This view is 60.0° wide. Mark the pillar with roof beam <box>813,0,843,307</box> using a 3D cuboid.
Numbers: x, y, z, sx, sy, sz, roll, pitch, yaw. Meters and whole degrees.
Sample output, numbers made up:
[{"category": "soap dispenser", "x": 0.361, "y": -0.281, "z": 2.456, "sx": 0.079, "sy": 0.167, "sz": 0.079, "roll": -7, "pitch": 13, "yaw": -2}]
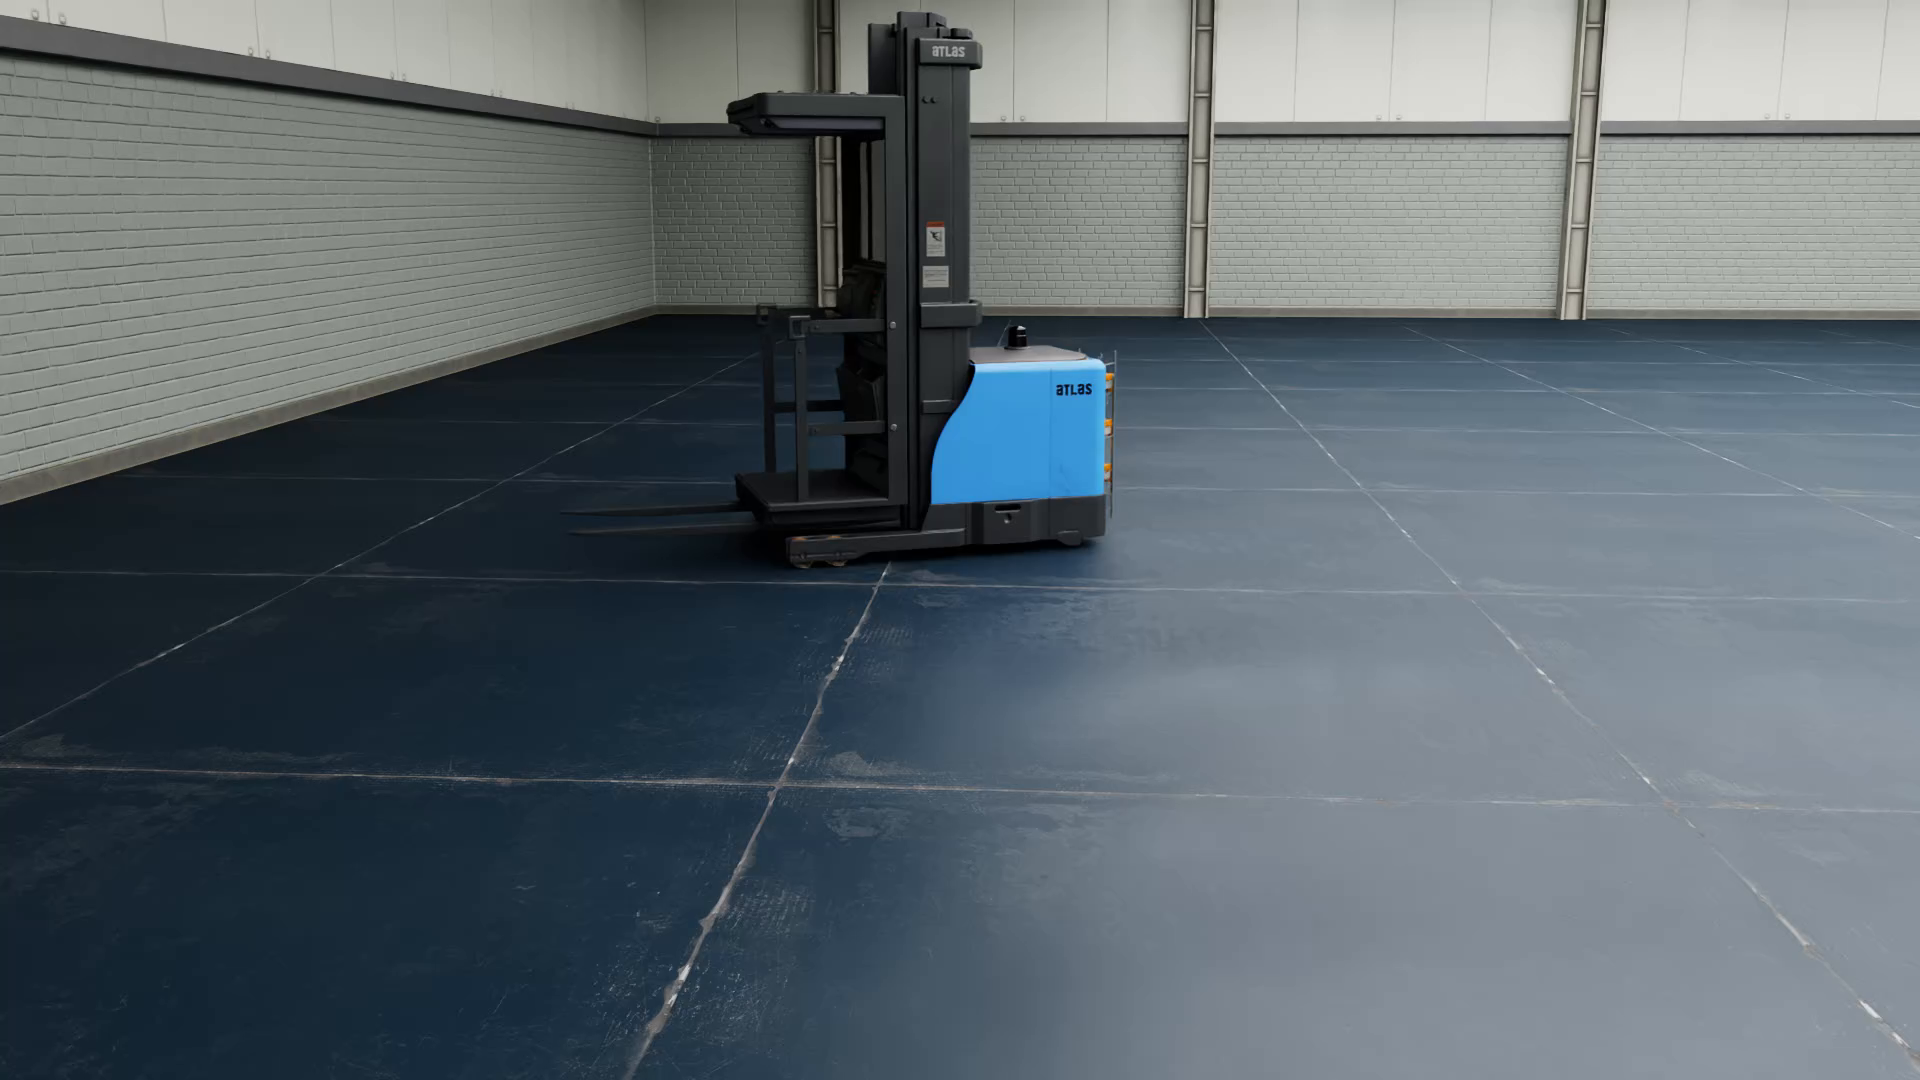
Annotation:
[{"category": "pillar with roof beam", "x": -2.422, "y": -7.253, "z": 22.466, "sx": 0.400, "sy": 9.000, "sz": 9.100, "roll": 1, "pitch": 12, "yaw": 4}]

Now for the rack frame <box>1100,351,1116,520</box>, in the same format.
[{"category": "rack frame", "x": 0.899, "y": -0.629, "z": 10.208, "sx": 0.008, "sy": 1.050, "sz": 0.200, "roll": 7, "pitch": 14, "yaw": 31}]

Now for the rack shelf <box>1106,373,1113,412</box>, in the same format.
[{"category": "rack shelf", "x": 0.796, "y": -0.909, "z": 10.215, "sx": 0.240, "sy": 0.259, "sz": 0.215, "roll": 7, "pitch": 14, "yaw": 31}]

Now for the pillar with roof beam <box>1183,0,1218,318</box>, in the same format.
[{"category": "pillar with roof beam", "x": 3.565, "y": -7.171, "z": 22.073, "sx": 0.400, "sy": 9.000, "sz": 9.100, "roll": 1, "pitch": 12, "yaw": 4}]

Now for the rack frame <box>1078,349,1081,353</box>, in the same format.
[{"category": "rack frame", "x": 0.692, "y": -0.655, "z": 10.333, "sx": 0.008, "sy": 1.050, "sz": 0.200, "roll": 7, "pitch": 14, "yaw": 31}]

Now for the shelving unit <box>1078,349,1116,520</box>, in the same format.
[{"category": "shelving unit", "x": 0.796, "y": -0.642, "z": 10.270, "sx": 0.252, "sy": 1.050, "sz": 0.215, "roll": 7, "pitch": 14, "yaw": 31}]

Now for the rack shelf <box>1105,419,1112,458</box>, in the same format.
[{"category": "rack shelf", "x": 0.796, "y": -0.631, "z": 10.273, "sx": 0.240, "sy": 0.259, "sz": 0.215, "roll": 7, "pitch": 14, "yaw": 31}]

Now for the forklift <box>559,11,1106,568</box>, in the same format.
[{"category": "forklift", "x": -0.736, "y": -1.402, "z": 9.313, "sx": 3.031, "sy": 2.935, "sz": 1.130, "roll": -3, "pitch": 12, "yaw": -16}]

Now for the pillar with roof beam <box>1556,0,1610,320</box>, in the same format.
[{"category": "pillar with roof beam", "x": 9.552, "y": -7.089, "z": 21.681, "sx": 0.400, "sy": 9.000, "sz": 9.100, "roll": 1, "pitch": 12, "yaw": 4}]

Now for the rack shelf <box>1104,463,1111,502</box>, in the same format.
[{"category": "rack shelf", "x": 0.795, "y": -0.359, "z": 10.329, "sx": 0.240, "sy": 0.259, "sz": 0.215, "roll": 7, "pitch": 14, "yaw": 31}]
